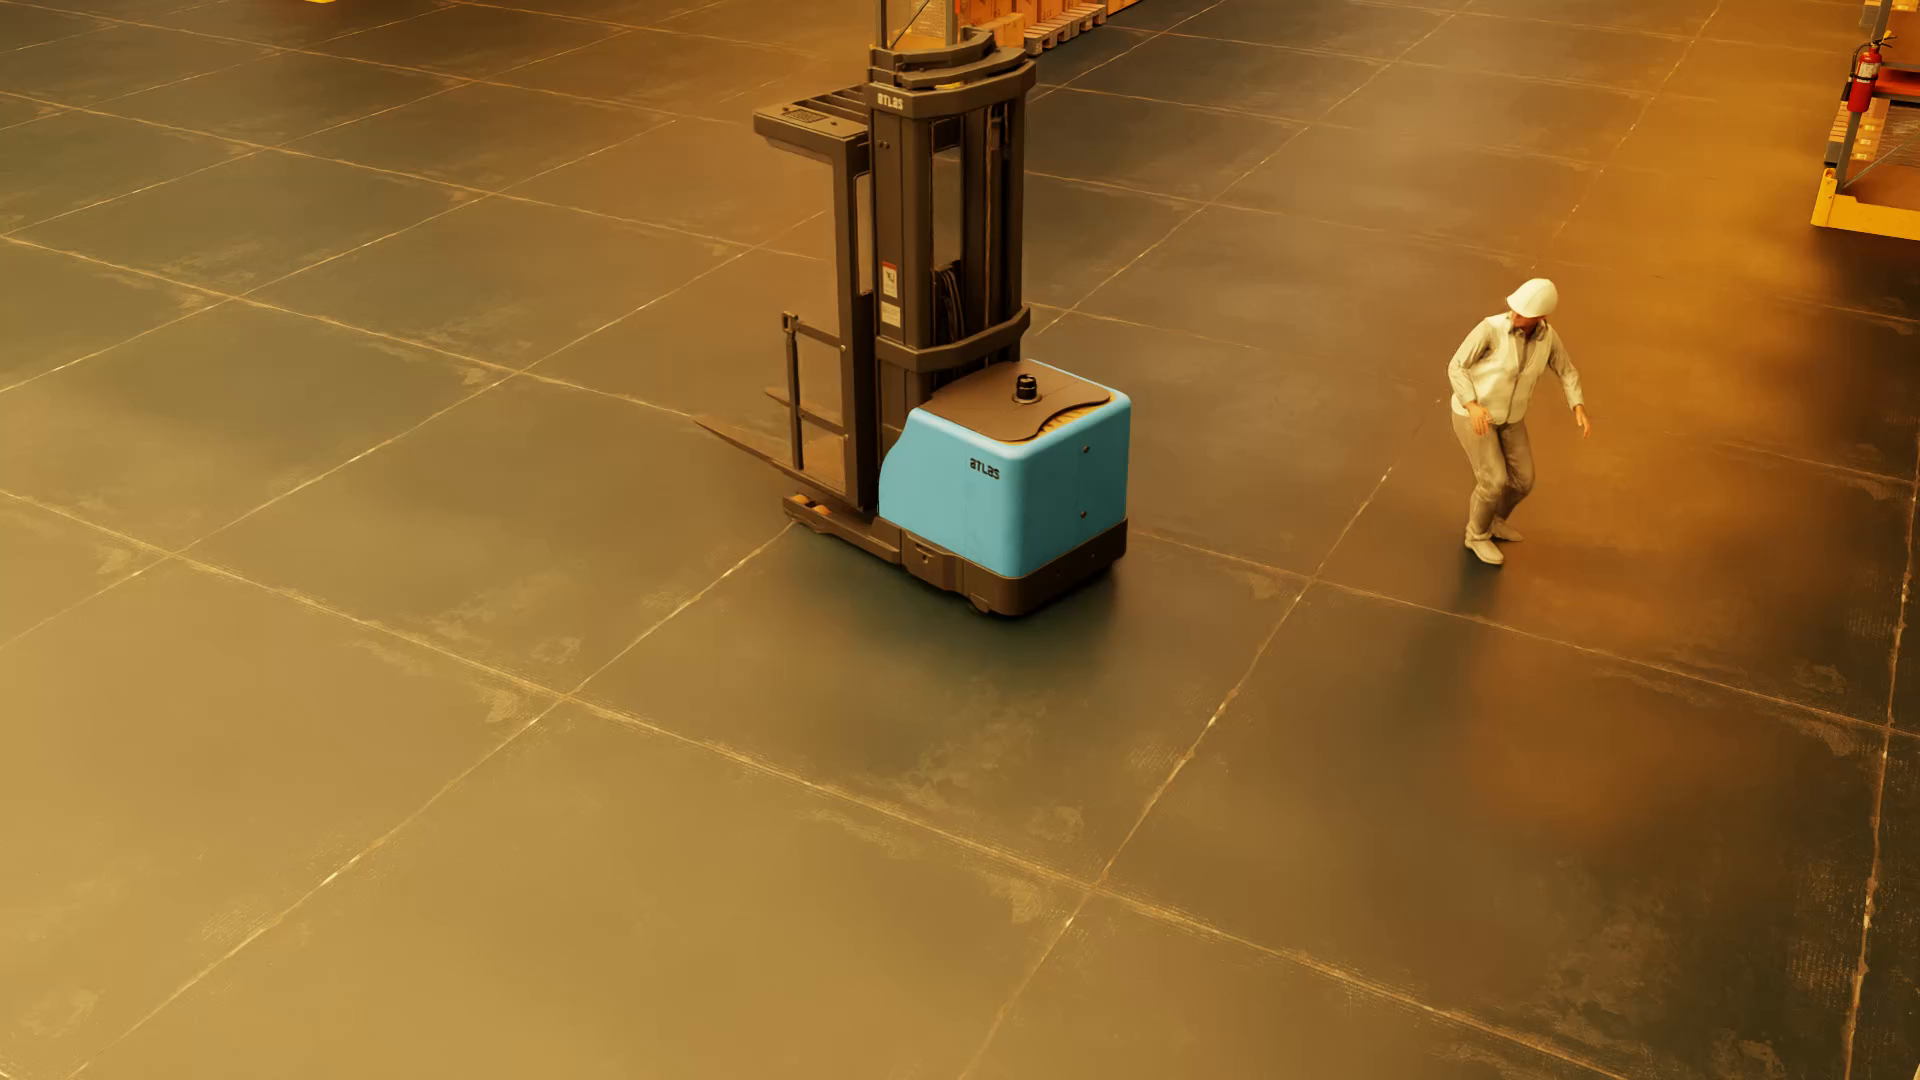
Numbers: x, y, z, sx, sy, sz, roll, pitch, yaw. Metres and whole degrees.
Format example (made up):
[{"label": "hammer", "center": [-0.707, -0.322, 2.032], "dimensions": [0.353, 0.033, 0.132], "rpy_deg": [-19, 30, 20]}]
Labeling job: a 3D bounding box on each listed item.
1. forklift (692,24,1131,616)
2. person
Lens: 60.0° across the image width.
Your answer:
[{"label": "forklift", "center": [-0.443, -1.479, 9.634], "dimensions": [3.031, 2.935, 1.130], "rpy_deg": [26, 39, 37]}, {"label": "person", "center": [3.166, -0.673, 9.508], "dimensions": [0.765, 1.721, 0.666], "rpy_deg": [-11, 32, -19]}]
